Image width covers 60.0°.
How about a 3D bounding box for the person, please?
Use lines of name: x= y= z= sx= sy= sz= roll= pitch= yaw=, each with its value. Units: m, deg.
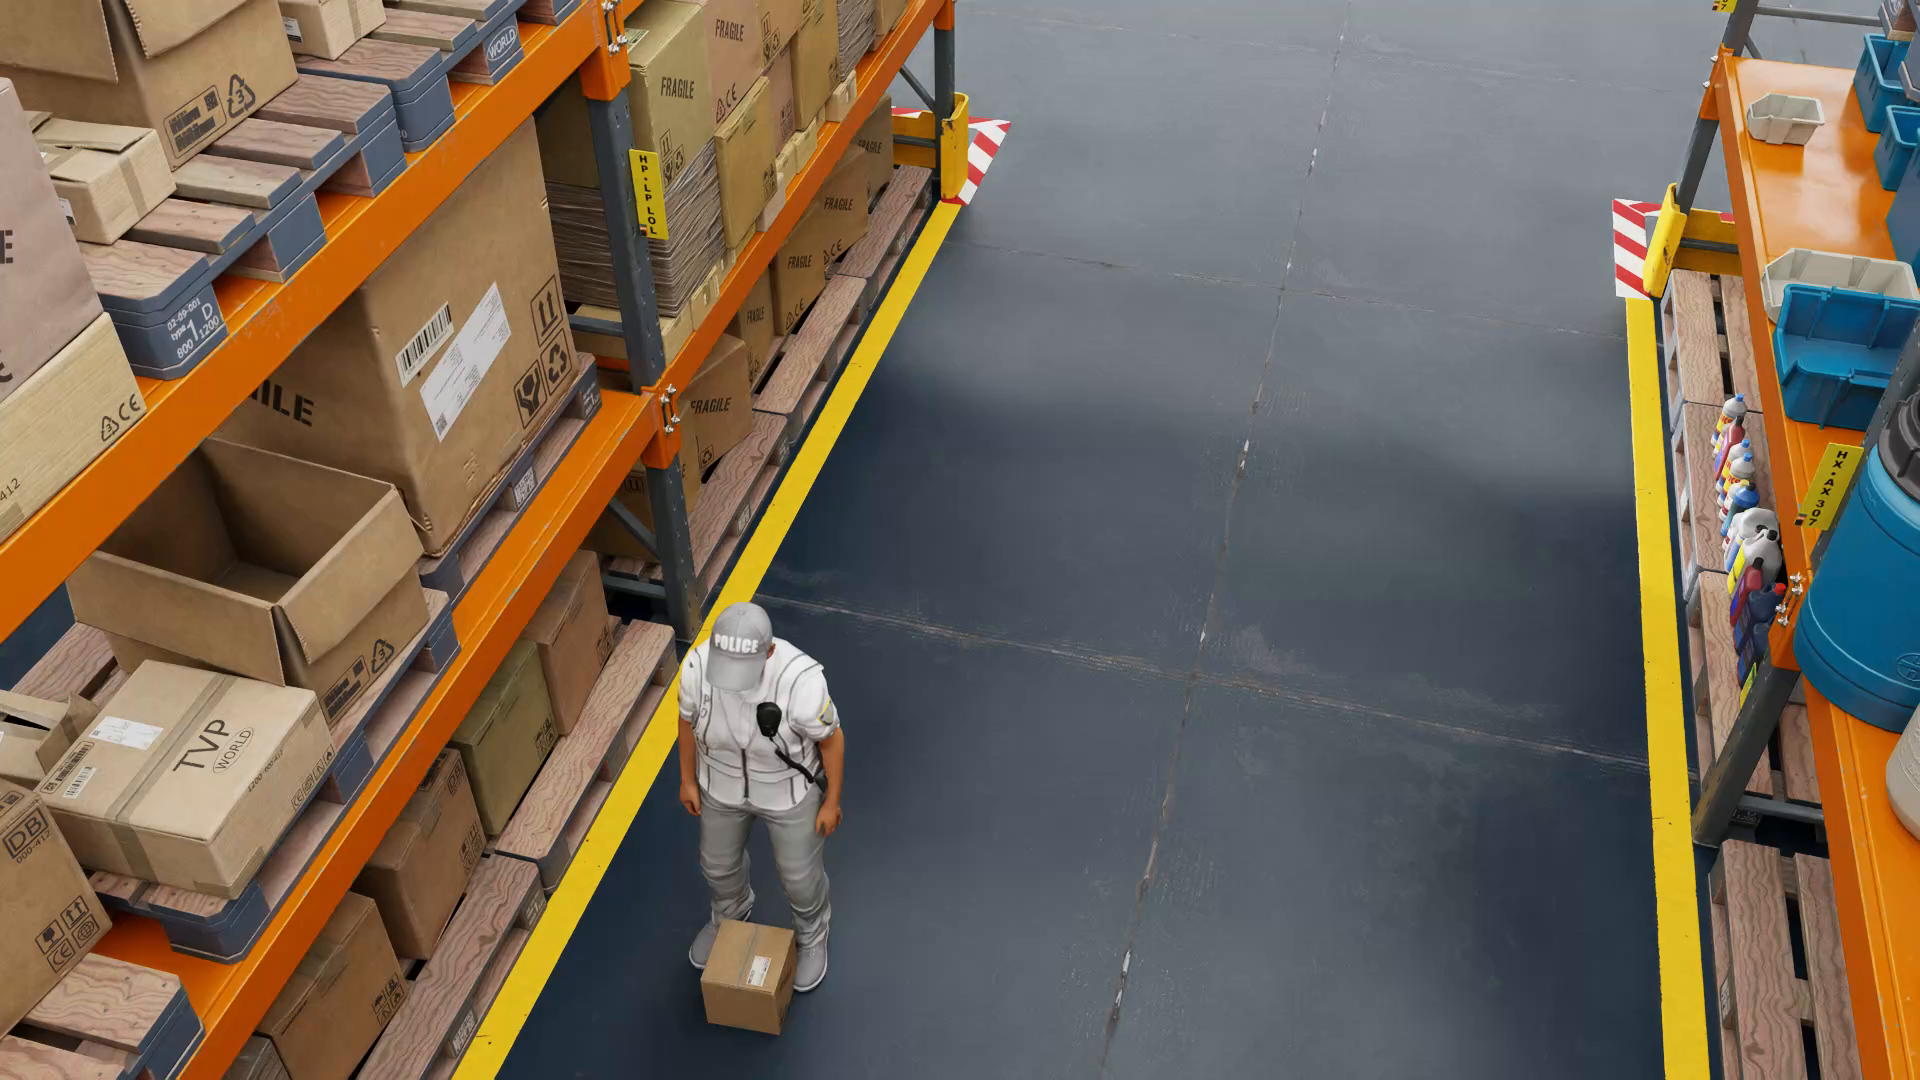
person: x=-0.643 y=0.789 z=5.253 sx=0.564 sy=1.667 sz=0.464 roll=8 pitch=42 yaw=9
